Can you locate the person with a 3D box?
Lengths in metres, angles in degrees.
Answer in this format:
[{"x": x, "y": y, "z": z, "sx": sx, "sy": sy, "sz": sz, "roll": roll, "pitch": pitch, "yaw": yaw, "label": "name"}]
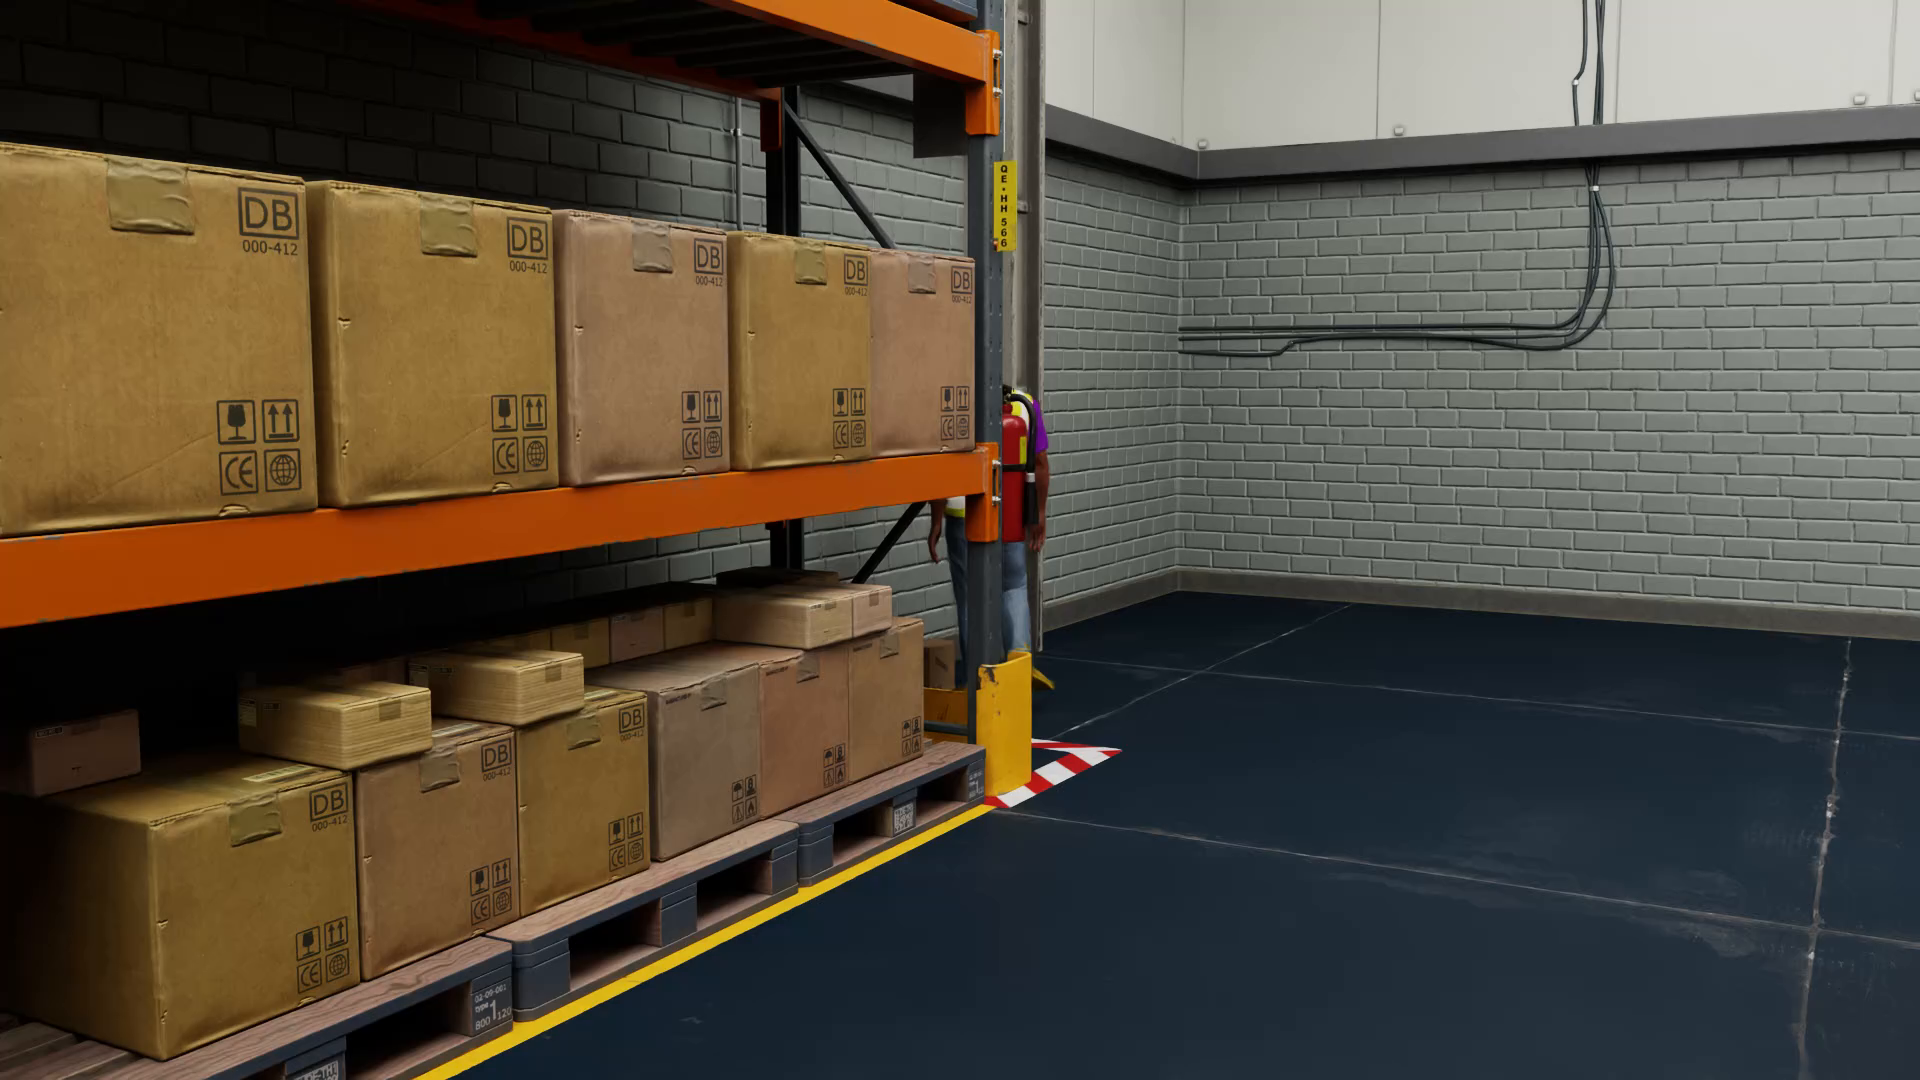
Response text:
[{"x": 0.140, "y": -0.096, "z": 7.808, "sx": 0.590, "sy": 1.760, "sz": 0.469, "roll": -3, "pitch": 6, "yaw": -23, "label": "person"}]
